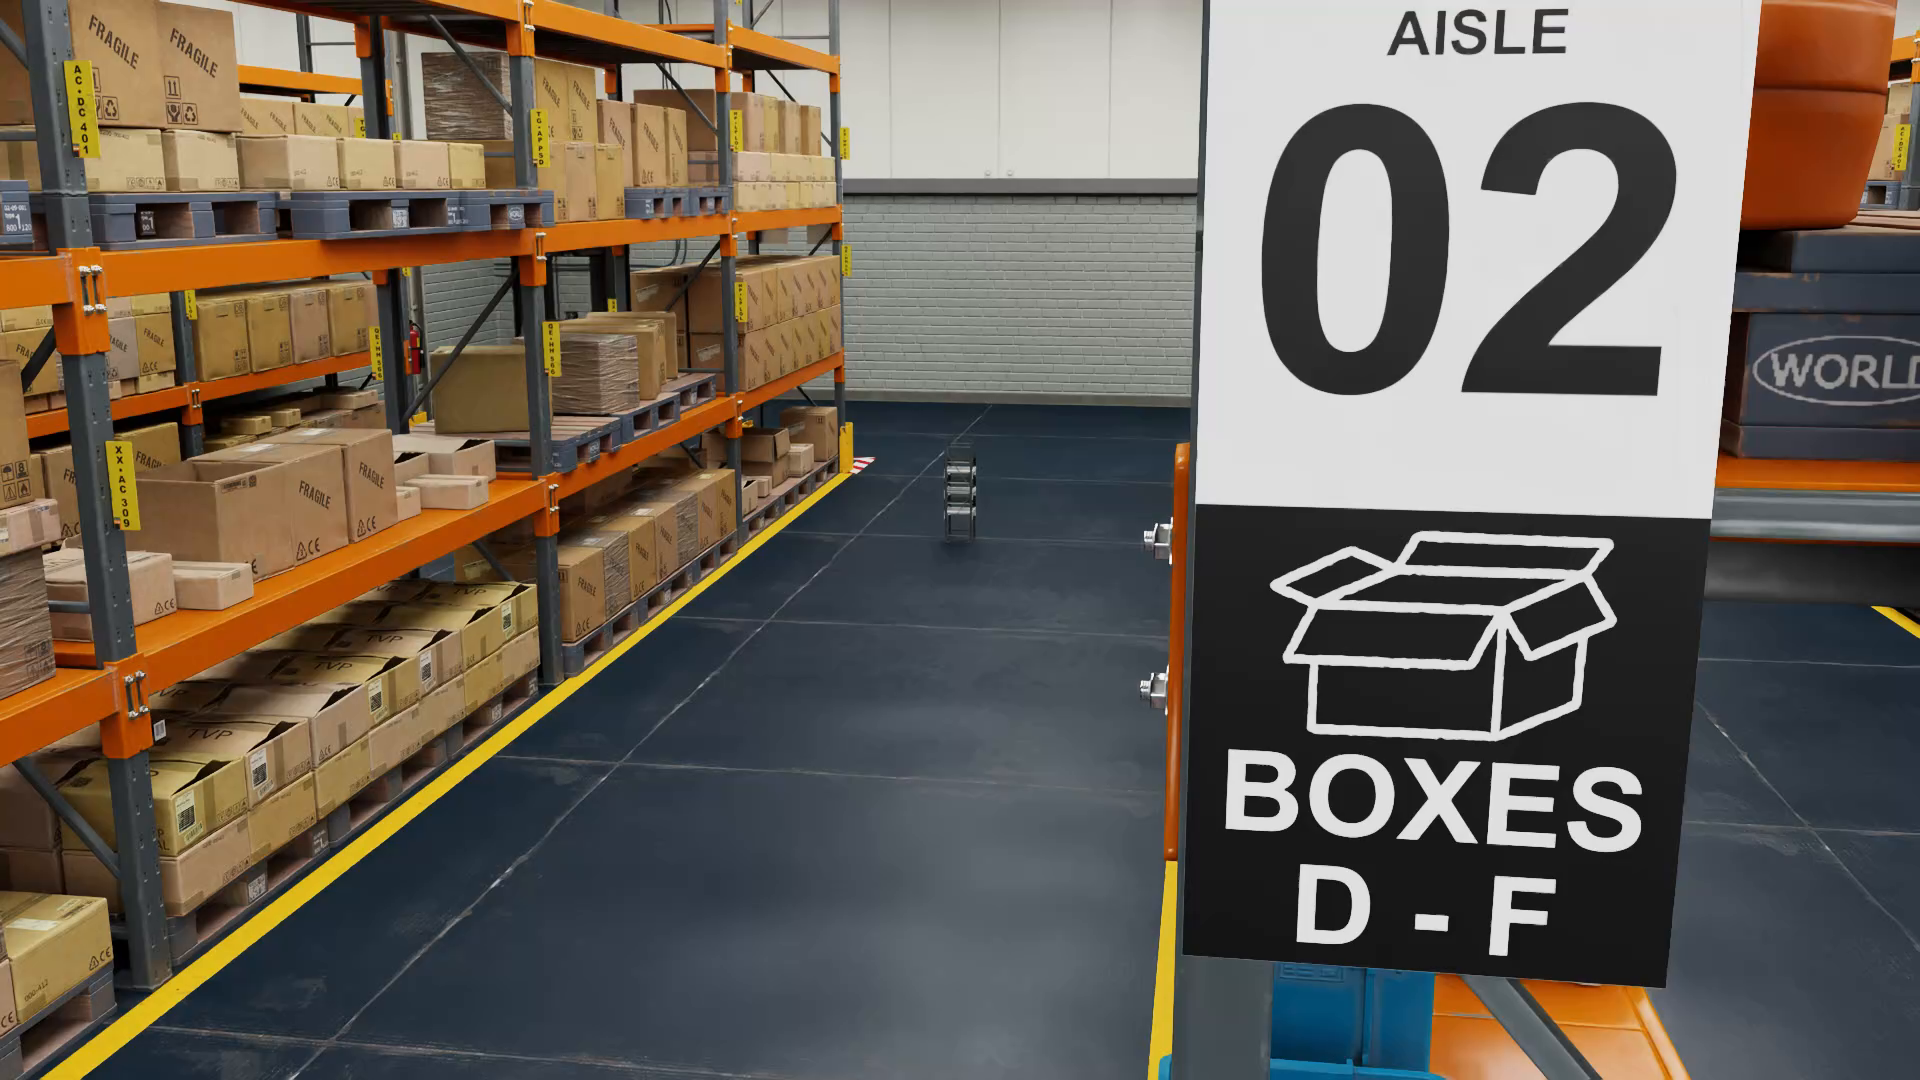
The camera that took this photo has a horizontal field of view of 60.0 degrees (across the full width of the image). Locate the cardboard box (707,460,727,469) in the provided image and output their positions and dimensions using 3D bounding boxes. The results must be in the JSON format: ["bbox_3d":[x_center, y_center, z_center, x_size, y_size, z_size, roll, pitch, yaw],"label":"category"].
[{"bbox_3d":[-2.437,-0.602,15.505,0.500,0.311,0.500,2,12,9],"label":"cardboard box"}]

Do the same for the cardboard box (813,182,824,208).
[{"bbox_3d":[-1.650,-3.424,16.497,0.500,0.250,0.500,2,12,9],"label":"cardboard box"}]

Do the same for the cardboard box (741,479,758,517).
[{"bbox_3d":[-2.081,-0.398,14.560,0.500,0.311,0.500,2,12,9],"label":"cardboard box"}]

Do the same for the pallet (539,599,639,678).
[{"bbox_3d":[-2.822,0.624,11.096,1.003,0.211,1.213,2,12,9],"label":"pallet"}]

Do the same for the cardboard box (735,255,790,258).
[{"bbox_3d":[-2.073,-2.704,17.309,0.500,0.500,0.500,2,12,10],"label":"cardboard box"}]

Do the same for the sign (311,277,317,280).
[{"bbox_3d":[-7.187,-2.891,18.545,0.100,0.325,0.005,2,12,9],"label":"sign"}]

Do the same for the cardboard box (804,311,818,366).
[{"bbox_3d":[-1.702,-1.985,16.347,0.500,0.500,0.500,2,12,9],"label":"cardboard box"}]

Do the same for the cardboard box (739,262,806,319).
[{"bbox_3d":[-1.772,-2.366,15.741,0.500,0.500,0.500,2,12,10],"label":"cardboard box"}]

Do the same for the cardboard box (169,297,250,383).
[{"bbox_3d":[-7.155,-1.836,15.181,0.980,0.700,0.700,2,12,10],"label":"cardboard box"}]

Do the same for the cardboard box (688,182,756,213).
[{"bbox_3d":[-2.040,-2.904,14.083,0.500,0.250,0.500,2,12,9],"label":"cardboard box"}]

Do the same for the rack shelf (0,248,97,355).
[{"bbox_3d":[-3.897,-0.450,4.051,1.077,0.370,4.000,2,12,9],"label":"rack shelf"}]

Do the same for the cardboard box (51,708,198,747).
[{"bbox_3d":[-3.737,0.911,7.347,0.500,0.311,0.500,2,12,10],"label":"cardboard box"}]

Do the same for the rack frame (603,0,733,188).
[{"bbox_3d":[-2.359,-4.350,13.318,1.000,3.000,0.127,2,12,9],"label":"rack frame"}]

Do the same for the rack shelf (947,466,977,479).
[{"bbox_3d":[0.001,-0.585,14.376,0.258,0.077,0.200,2,12,9],"label":"rack shelf"}]

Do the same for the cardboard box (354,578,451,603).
[{"bbox_3d":[-3.345,0.379,9.811,0.500,0.311,0.500,2,12,11],"label":"cardboard box"}]

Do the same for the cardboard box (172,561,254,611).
[{"bbox_3d":[-3.251,0.193,7.075,0.380,0.149,0.250,2,12,9],"label":"cardboard box"}]

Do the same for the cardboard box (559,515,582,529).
[{"bbox_3d":[-2.983,0.112,11.742,0.500,0.500,0.500,1,12,7],"label":"cardboard box"}]

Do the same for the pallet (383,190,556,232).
[{"bbox_3d":[-2.990,-1.815,9.122,1.213,0.211,1.003,2,12,11],"label":"pallet"}]

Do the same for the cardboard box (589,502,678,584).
[{"bbox_3d":[-2.390,0.014,12.195,0.500,0.500,0.500,1,12,7],"label":"cardboard box"}]

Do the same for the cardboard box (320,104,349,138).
[{"bbox_3d":[-6.570,-4.159,16.891,0.500,0.500,0.500,2,12,10],"label":"cardboard box"}]

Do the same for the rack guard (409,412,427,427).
[{"bbox_3d":[-6.636,-1.193,18.842,1.175,0.500,0.348,2,12,9],"label":"rack guard"}]

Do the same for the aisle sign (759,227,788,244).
[{"bbox_3d":[-2.024,-3.545,17.650,0.394,0.787,0.004,2,12,9],"label":"aisle sign"}]

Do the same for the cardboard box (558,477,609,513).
[{"bbox_3d":[-2.905,-0.372,12.207,0.500,0.250,0.500,2,12,8],"label":"cardboard box"}]

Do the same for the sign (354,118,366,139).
[{"bbox_3d":[-3.510,-2.322,9.800,0.100,0.325,0.005,2,12,9],"label":"sign"}]

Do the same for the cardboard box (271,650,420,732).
[{"bbox_3d":[-3.045,0.715,8.256,0.500,0.311,0.500,2,12,10],"label":"cardboard box"}]

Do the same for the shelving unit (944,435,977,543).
[{"bbox_3d":[0.001,-0.442,14.406,0.258,0.900,0.210,2,12,9],"label":"shelving unit"}]

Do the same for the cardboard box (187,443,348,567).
[{"bbox_3d":[-3.297,-0.174,7.944,0.500,0.500,0.500,2,12,9],"label":"cardboard box"}]

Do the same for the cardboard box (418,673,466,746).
[{"bbox_3d":[-2.970,0.884,8.803,0.500,0.250,0.500,2,12,10],"label":"cardboard box"}]

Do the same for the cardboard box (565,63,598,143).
[{"bbox_3d":[-2.744,-2.892,11.060,0.500,0.500,0.500,2,12,9],"label":"cardboard box"}]

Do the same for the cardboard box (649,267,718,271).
[{"bbox_3d":[-2.461,-2.175,14.857,0.500,0.500,0.500,2,12,8],"label":"cardboard box"}]

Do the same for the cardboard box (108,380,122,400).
[{"bbox_3d":[-7.109,-1.222,13.592,0.380,0.149,0.250,2,12,9],"label":"cardboard box"}]

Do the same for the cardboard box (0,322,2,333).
[{"bbox_3d":[-7.390,-1.617,12.107,0.500,0.250,0.500,2,12,9],"label":"cardboard box"}]

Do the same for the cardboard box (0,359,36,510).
[{"bbox_3d":[-3.652,-0.343,5.646,0.700,0.500,0.500,2,12,9],"label":"cardboard box"}]

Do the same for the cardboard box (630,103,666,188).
[{"bbox_3d":[-2.590,-2.944,12.445,0.600,0.600,0.600,2,12,8],"label":"cardboard box"}]

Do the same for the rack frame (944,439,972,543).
[{"bbox_3d":[-0.014,-0.420,14.308,0.240,0.900,0.006,2,12,9],"label":"rack frame"}]

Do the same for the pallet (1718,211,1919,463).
[{"bbox_3d":[0.913,-0.301,2.099,1.003,0.211,1.213,2,12,9],"label":"pallet"}]

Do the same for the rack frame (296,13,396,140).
[{"bbox_3d":[-6.639,-5.342,17.923,1.000,3.000,0.127,2,12,9],"label":"rack frame"}]

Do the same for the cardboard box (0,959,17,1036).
[{"bbox_3d":[-3.532,1.594,5.506,0.500,0.250,0.500,2,12,9],"label":"cardboard box"}]

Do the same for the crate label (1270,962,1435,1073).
[{"bbox_3d":[0.705,0.833,3.426,0.502,0.435,0.616,2,12,9],"label":"crate label"}]

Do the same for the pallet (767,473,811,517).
[{"bbox_3d":[-2.067,-0.452,16.089,1.003,0.211,1.213,2,12,9],"label":"pallet"}]

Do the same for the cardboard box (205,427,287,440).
[{"bbox_3d":[-6.958,-0.817,16.102,0.700,0.500,0.500,2,12,8],"label":"cardboard box"}]

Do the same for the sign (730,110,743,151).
[{"bbox_3d":[-1.810,-3.312,13.458,0.100,0.325,0.005,2,12,9],"label":"sign"}]

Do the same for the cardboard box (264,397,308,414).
[{"bbox_3d":[-6.981,-1.383,17.189,0.380,0.149,0.250,2,12,9],"label":"cardboard box"}]

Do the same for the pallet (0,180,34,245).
[{"bbox_3d":[-3.695,-0.997,5.088,1.003,0.211,1.213,2,12,9],"label":"pallet"}]

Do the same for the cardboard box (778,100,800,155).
[{"bbox_3d":[-1.939,-3.938,15.914,0.700,0.500,0.500,2,12,9],"label":"cardboard box"}]

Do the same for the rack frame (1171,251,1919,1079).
[{"bbox_3d":[0.689,1.242,1.611,1.000,3.000,0.127,2,12,9],"label":"rack frame"}]

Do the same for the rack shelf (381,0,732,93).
[{"bbox_3d":[-2.667,-3.387,11.504,1.077,0.370,4.000,2,12,9],"label":"rack shelf"}]

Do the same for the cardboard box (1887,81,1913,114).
[{"bbox_3d":[7.580,-3.427,12.904,0.500,0.250,0.500,1,12,5],"label":"cardboard box"}]

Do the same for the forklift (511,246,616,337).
[{"bbox_3d":[-4.258,-2.129,17.413,1.130,2.935,3.031,3,12,12],"label":"forklift"}]

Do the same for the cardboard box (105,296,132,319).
[{"bbox_3d":[-7.162,-1.936,13.586,0.500,0.250,0.500,2,12,10],"label":"cardboard box"}]

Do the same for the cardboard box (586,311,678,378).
[{"bbox_3d":[-2.653,-1.580,13.472,0.700,0.500,0.500,-2,12,-10],"label":"cardboard box"}]

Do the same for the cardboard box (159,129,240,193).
[{"bbox_3d":[-3.404,-1.593,7.003,0.500,0.250,0.500,1,12,3],"label":"cardboard box"}]

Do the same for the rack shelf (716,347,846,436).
[{"bbox_3d":[-2.052,-1.482,15.958,1.077,0.370,4.000,2,12,9],"label":"rack shelf"}]

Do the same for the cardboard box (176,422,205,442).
[{"bbox_3d":[-7.257,-1.006,15.439,0.380,0.149,0.250,2,12,8],"label":"cardboard box"}]

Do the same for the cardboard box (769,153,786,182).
[{"bbox_3d":[-1.875,-3.356,14.994,0.500,0.250,0.500,2,12,9],"label":"cardboard box"}]

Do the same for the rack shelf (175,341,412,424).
[{"bbox_3d":[-6.947,-1.642,16.699,1.077,0.370,4.000,2,12,9],"label":"rack shelf"}]

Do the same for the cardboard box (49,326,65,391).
[{"bbox_3d":[-7.231,-1.466,13.185,0.500,0.500,0.500,2,12,9],"label":"cardboard box"}]
